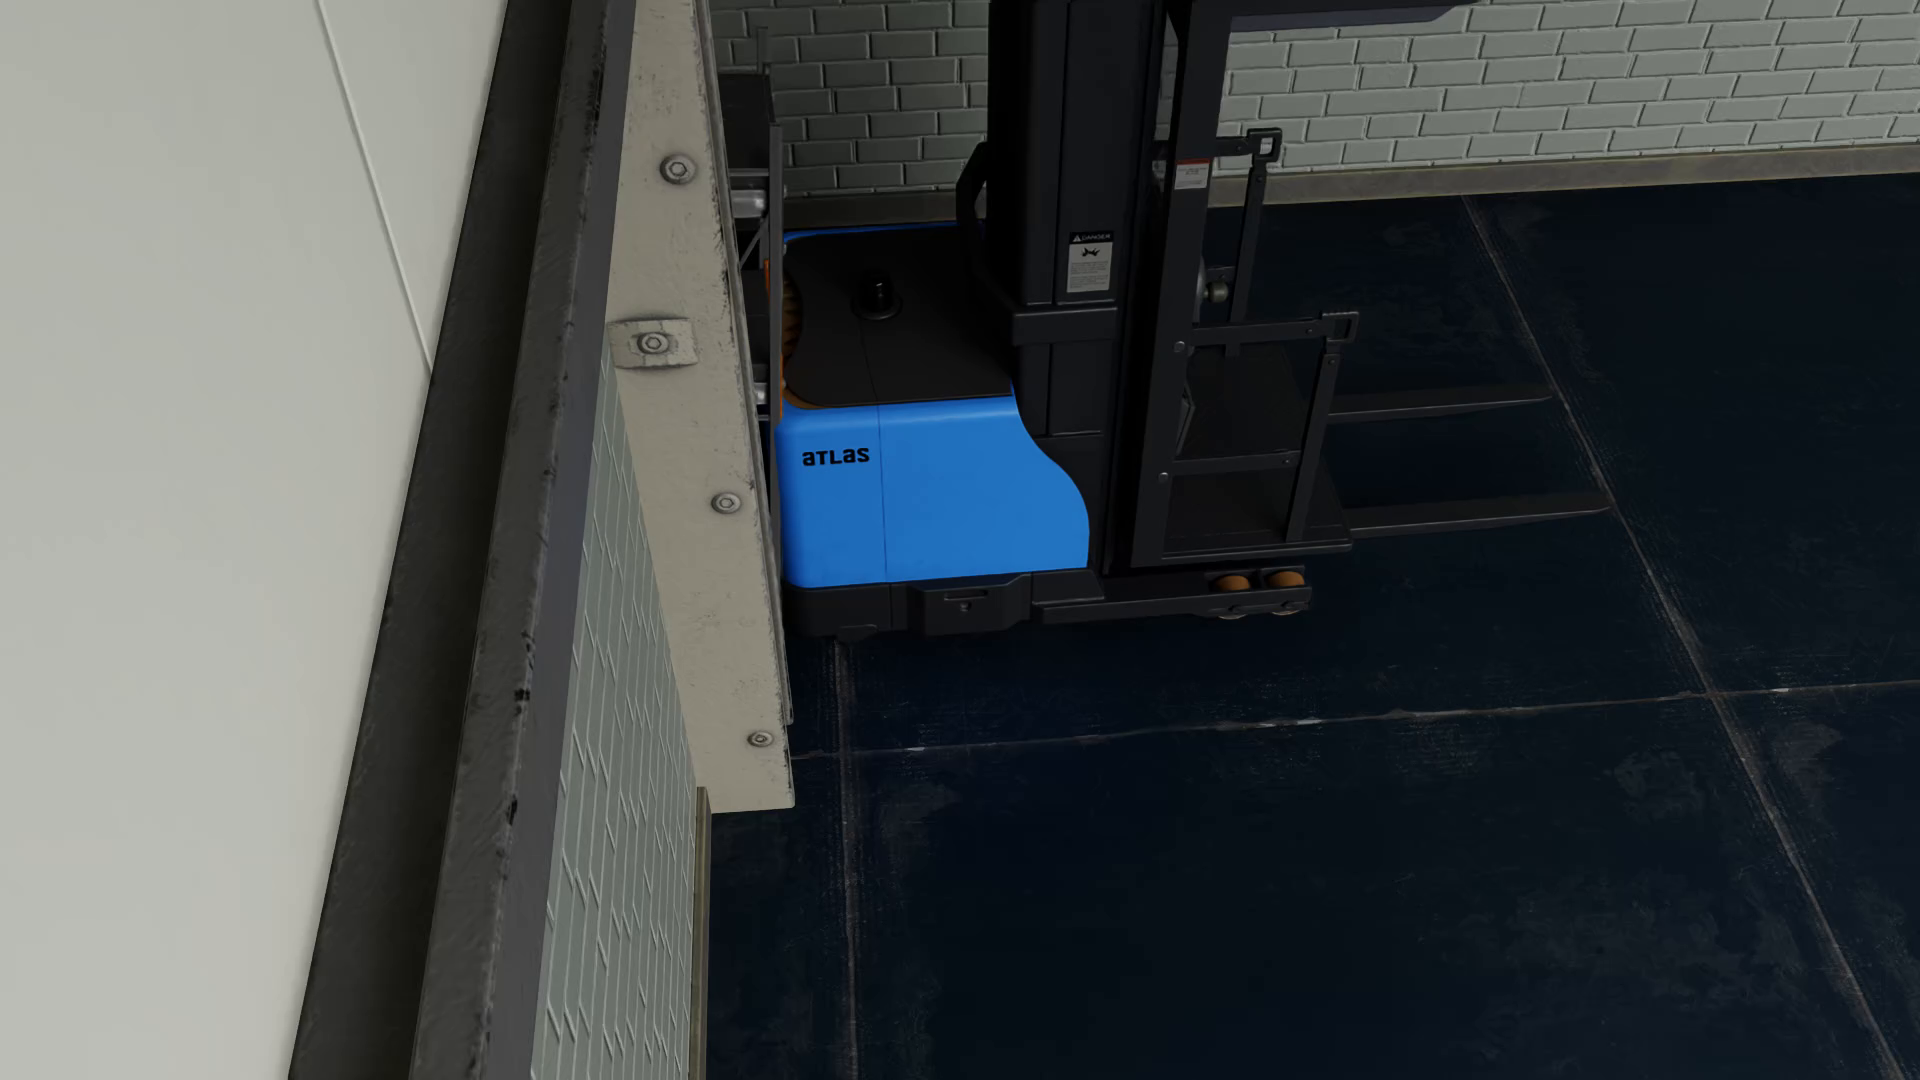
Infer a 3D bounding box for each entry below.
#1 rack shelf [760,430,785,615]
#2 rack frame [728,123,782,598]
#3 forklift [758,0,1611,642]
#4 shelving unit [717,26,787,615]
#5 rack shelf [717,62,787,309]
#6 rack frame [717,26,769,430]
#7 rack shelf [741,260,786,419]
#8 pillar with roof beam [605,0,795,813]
[{"bbox_3d":[-0.844,-0.056,5.787,0.431,0.518,0.480,-3,47,-9],"label":"rack shelf"},{"bbox_3d":[-0.751,-0.365,5.106,0.400,2.100,0.015,-3,47,-9],"label":"rack frame"},{"bbox_3d":[0.835,-1.103,5.276,3.031,2.935,1.130,-4,47,-4],"label":"forklift"},{"bbox_3d":[-0.786,-0.543,5.269,0.431,2.100,0.503,-3,47,-9],"label":"shelving unit"},{"bbox_3d":[-0.731,-1.012,4.771,0.431,0.518,0.480,-3,47,-9],"label":"rack shelf"},{"bbox_3d":[-0.822,-0.721,5.432,0.400,2.100,0.015,-3,47,-9],"label":"rack frame"},{"bbox_3d":[-0.788,-0.534,5.279,0.431,0.518,0.480,-3,47,-9],"label":"rack shelf"},{"bbox_3d":[3.580,-2.618,2.532,9.100,9.000,0.400,-3,47,-3],"label":"pillar with roof beam"}]
